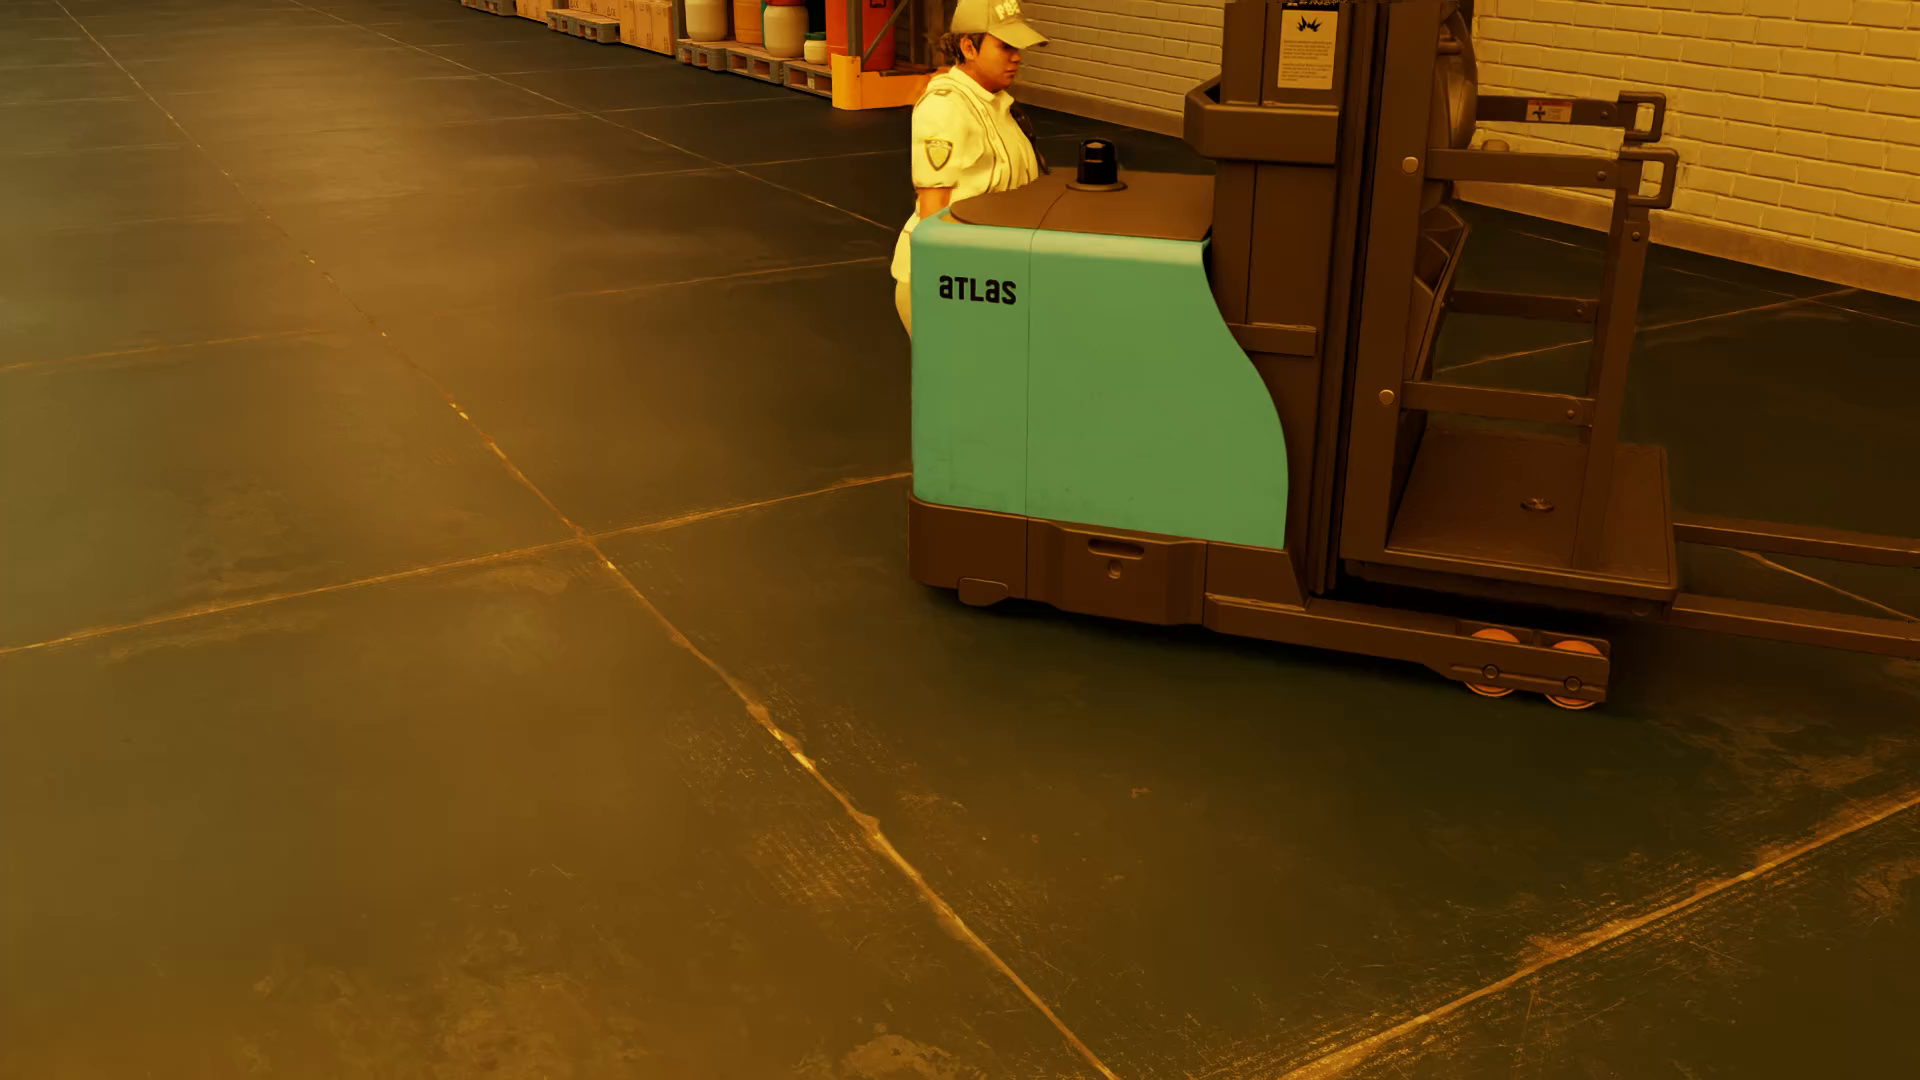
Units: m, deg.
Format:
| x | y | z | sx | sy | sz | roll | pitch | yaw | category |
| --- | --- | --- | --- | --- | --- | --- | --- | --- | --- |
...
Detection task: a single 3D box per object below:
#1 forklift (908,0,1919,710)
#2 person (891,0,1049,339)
| x | y | z | sx | sy | sz | roll | pitch | yaw | category |
| --- | --- | --- | --- | --- | --- | --- | --- | --- | --- |
| 1.427 | -1.165 | 4.112 | 3.031 | 2.935 | 1.130 | 8 | 24 | 18 | forklift |
| 0.054 | -0.756 | 4.873 | 0.411 | 1.634 | 0.694 | 8 | 24 | 19 | person |
